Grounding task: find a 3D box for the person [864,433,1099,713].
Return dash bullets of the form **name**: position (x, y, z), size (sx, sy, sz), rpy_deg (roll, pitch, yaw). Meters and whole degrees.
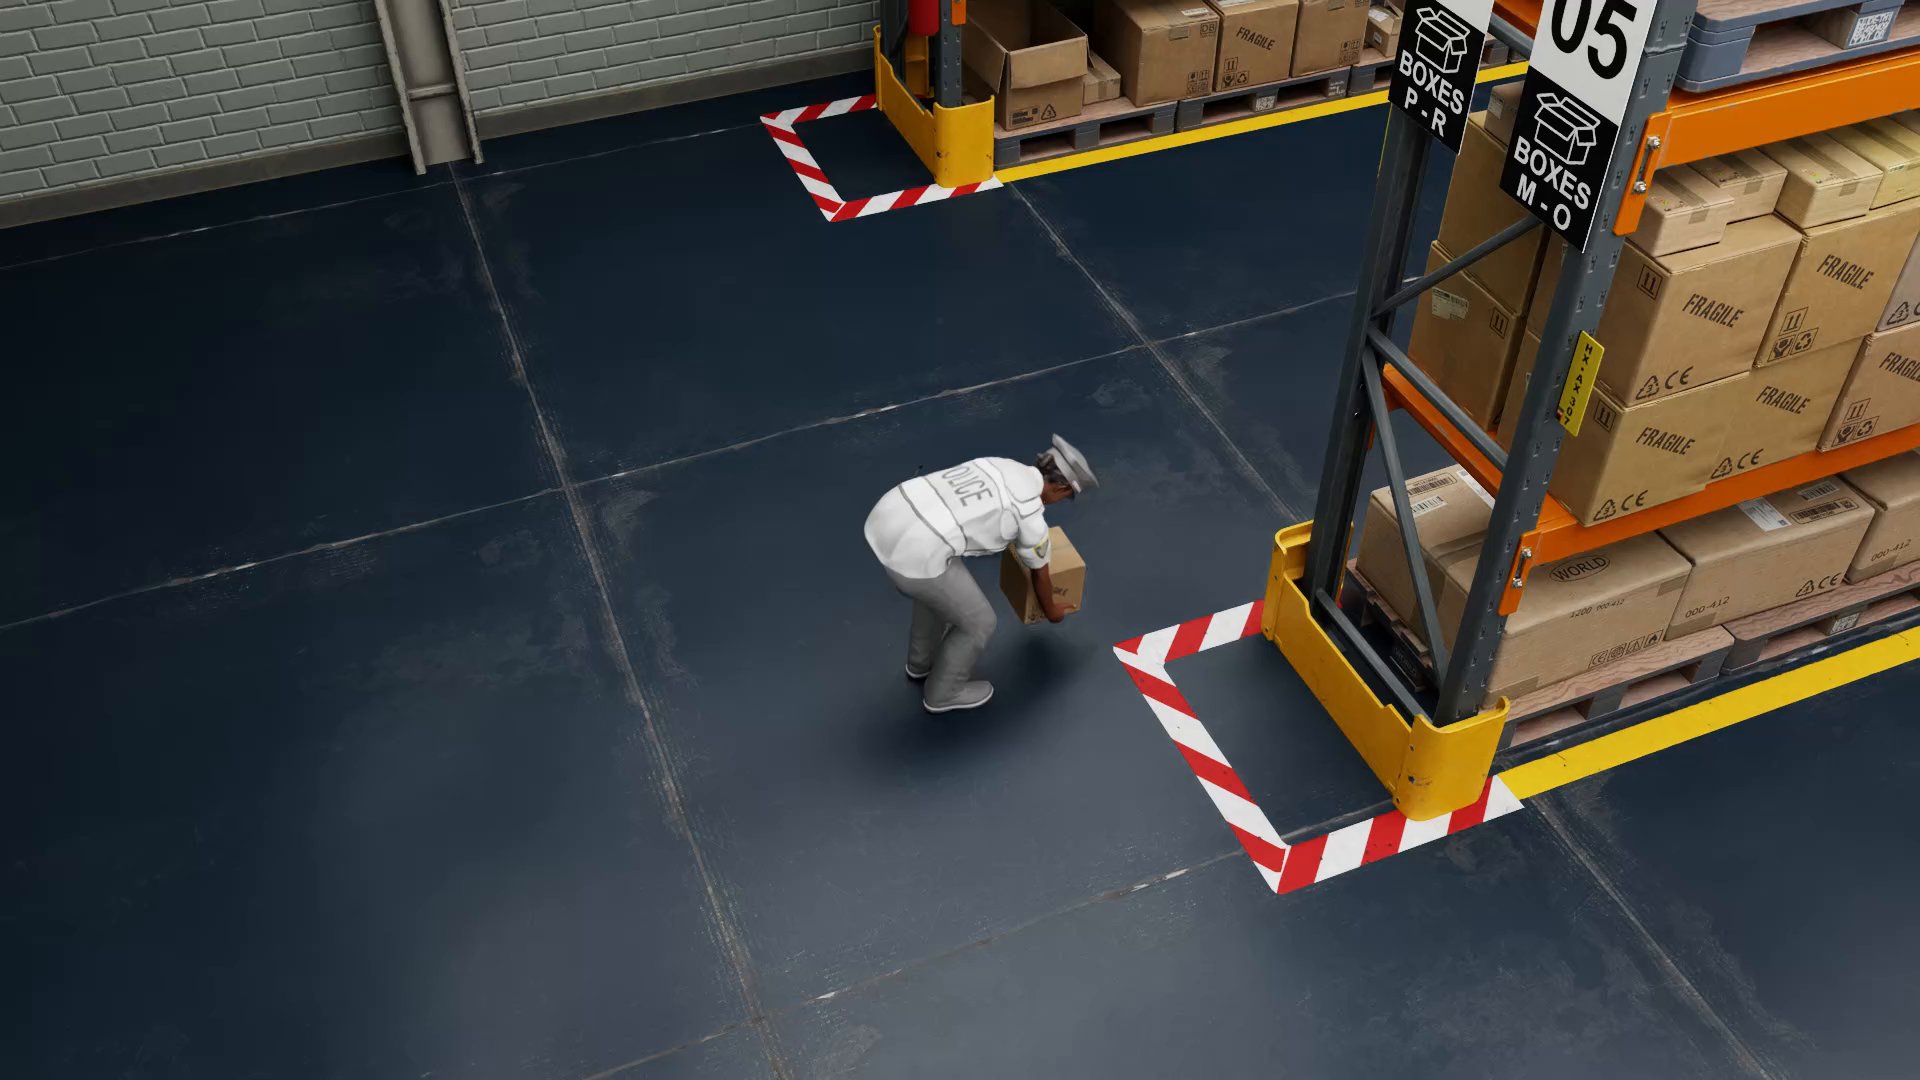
- **person**: position (0.100, 0.138, 6.461), size (0.940, 1.059, 0.431), rpy_deg (-17, 45, -18)
